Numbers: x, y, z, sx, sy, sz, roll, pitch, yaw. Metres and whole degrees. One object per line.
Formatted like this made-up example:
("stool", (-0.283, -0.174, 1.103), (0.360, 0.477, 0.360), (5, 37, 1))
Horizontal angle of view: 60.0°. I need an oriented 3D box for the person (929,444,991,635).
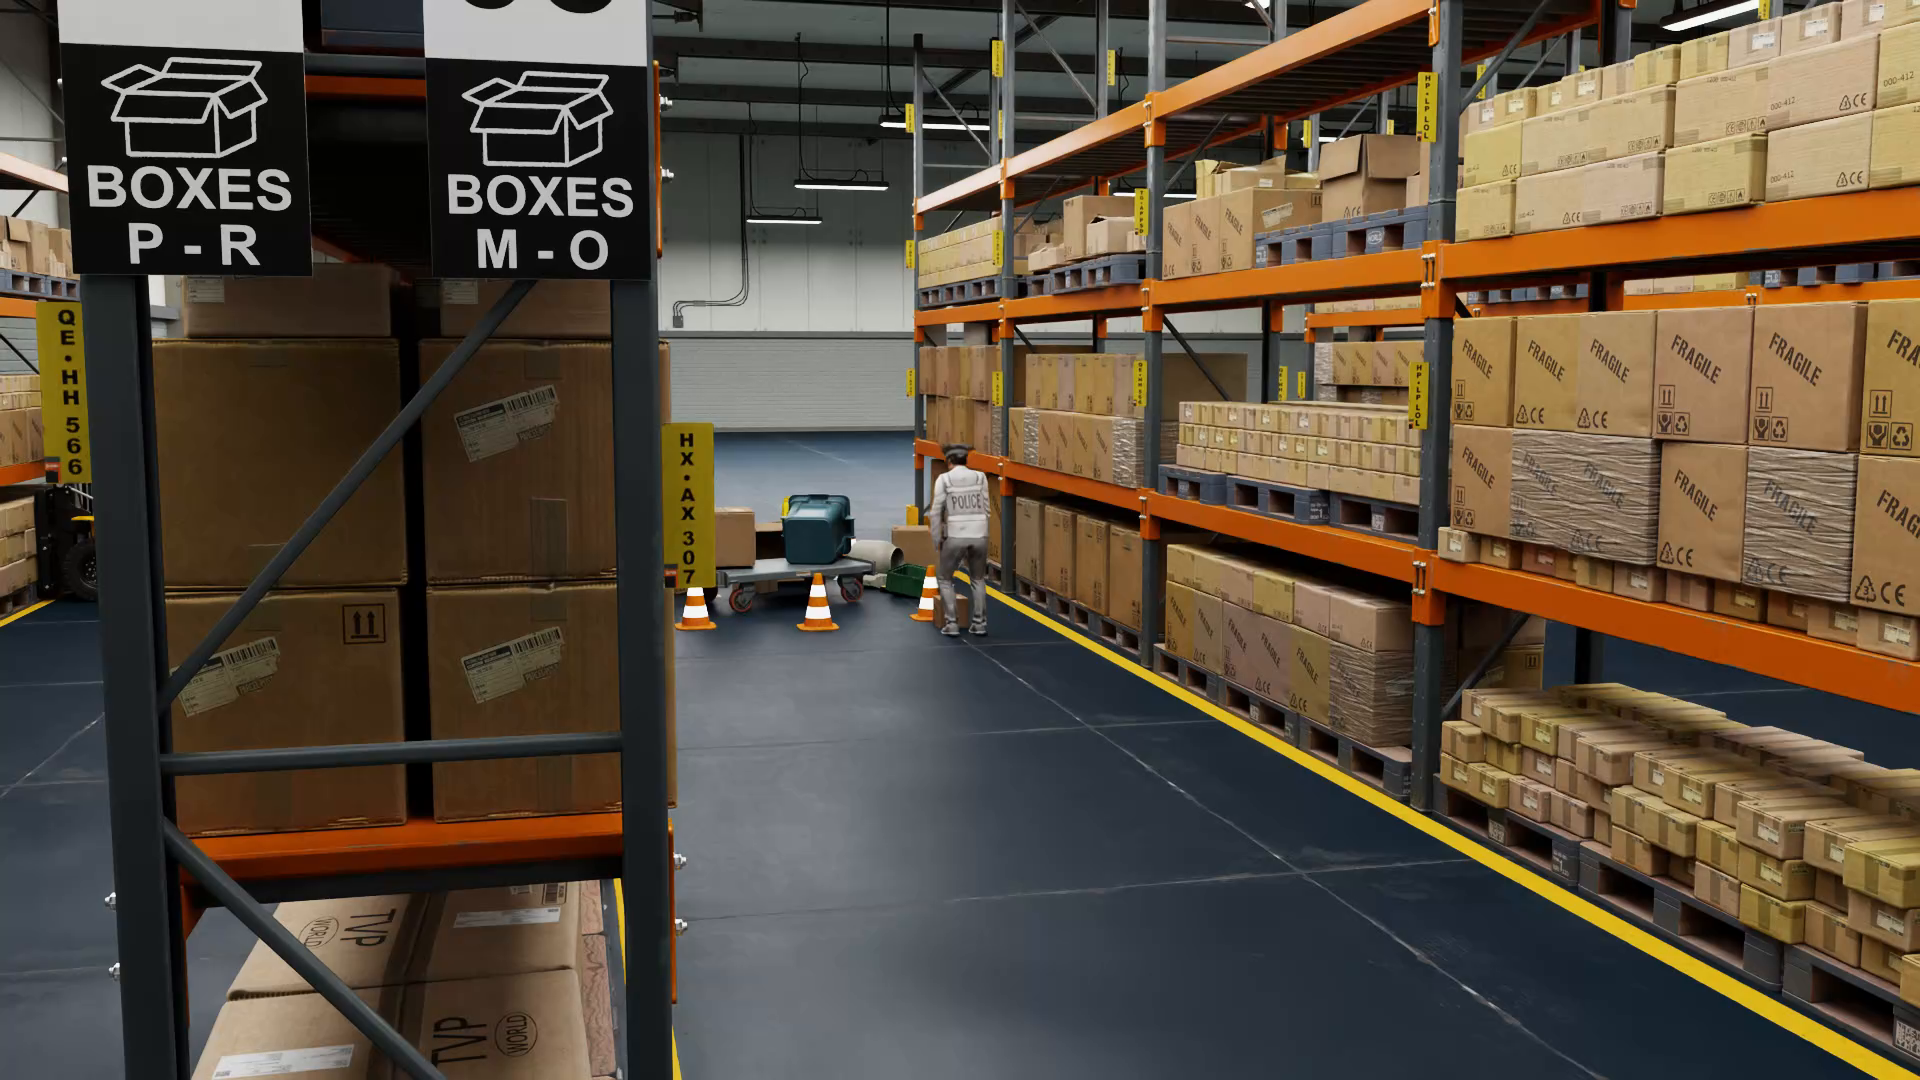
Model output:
("person", (0.002, 0.001, 13.638), (0.516, 1.576, 0.526), (-1, 6, -12))
